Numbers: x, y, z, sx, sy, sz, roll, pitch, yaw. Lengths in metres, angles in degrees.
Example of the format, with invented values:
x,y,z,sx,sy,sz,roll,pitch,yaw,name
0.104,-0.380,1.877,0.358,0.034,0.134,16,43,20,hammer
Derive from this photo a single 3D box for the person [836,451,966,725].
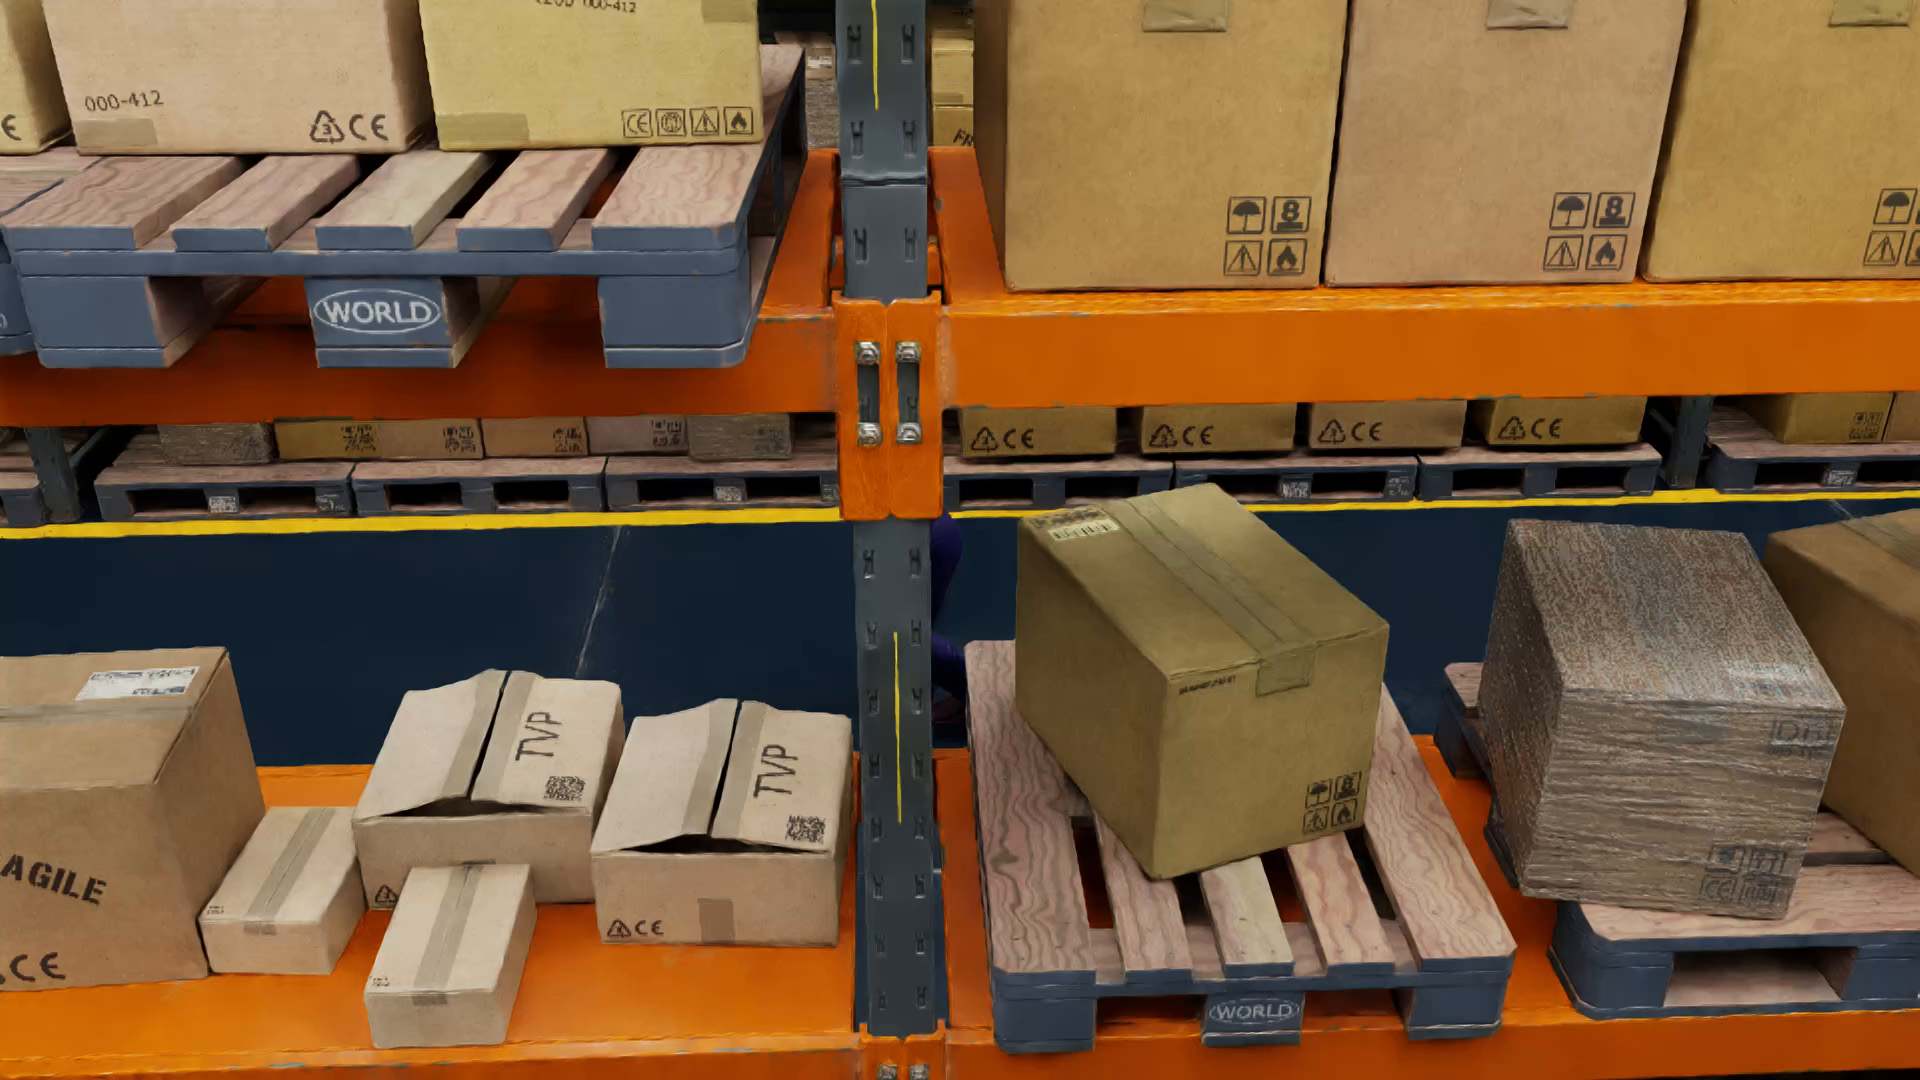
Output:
x,y,z,sx,sy,sz,roll,pitch,yaw,name
-0.185,0.018,6.141,0.593,1.612,0.486,-12,30,-21,person
